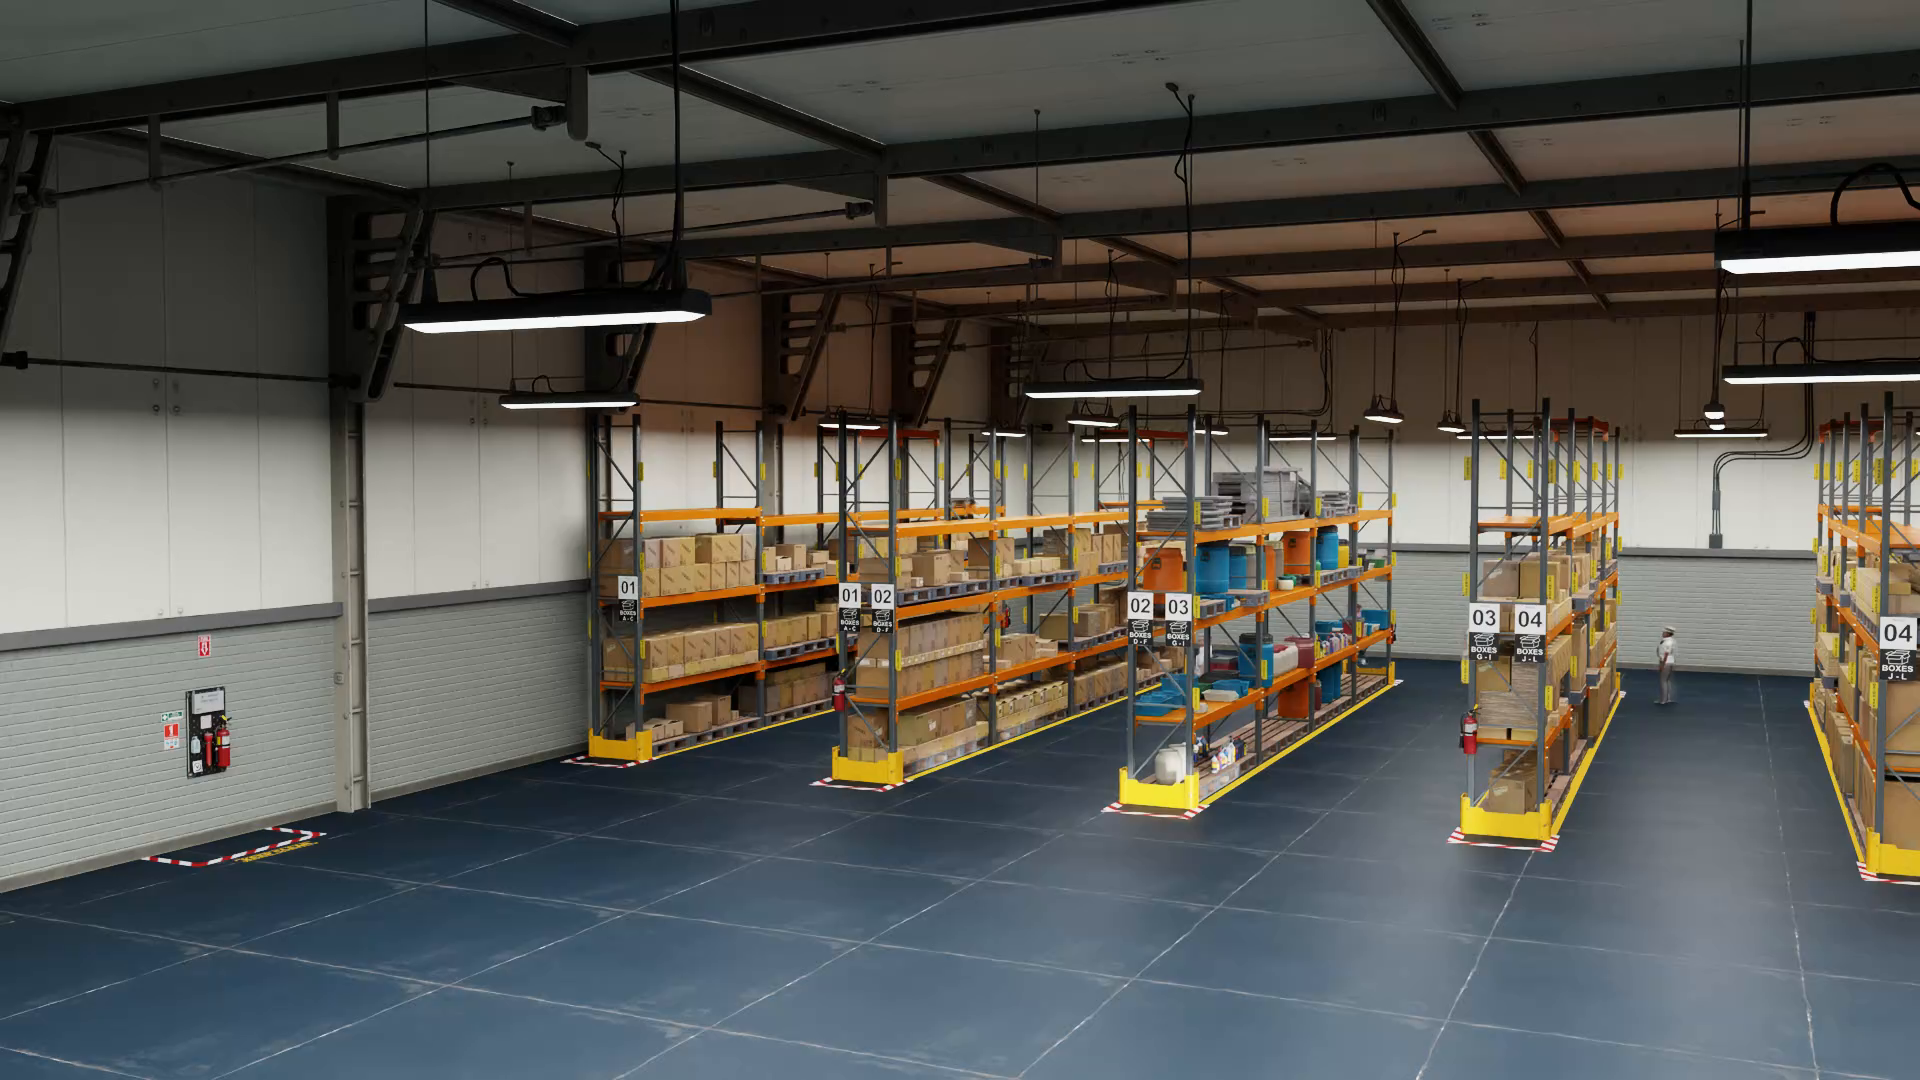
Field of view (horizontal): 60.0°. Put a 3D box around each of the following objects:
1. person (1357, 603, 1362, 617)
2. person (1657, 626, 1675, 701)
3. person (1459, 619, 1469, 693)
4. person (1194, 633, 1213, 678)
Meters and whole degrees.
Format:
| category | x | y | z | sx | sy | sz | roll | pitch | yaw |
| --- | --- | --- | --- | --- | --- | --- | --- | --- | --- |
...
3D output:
| category | x | y | z | sx | sy | sz | roll | pitch | yaw |
| --- | --- | --- | --- | --- | --- | --- | --- | --- | --- |
| person | 10.328 | 2.103 | 43.226 | 0.443 | 0.940 | 0.278 | 1 | 2 | 15 |
| person | 15.216 | 2.653 | 35.835 | 0.319 | 1.617 | 0.485 | 2 | 3 | 38 |
| person | 11.423 | 2.572 | 37.066 | 0.385 | 1.787 | 0.657 | 0 | 2 | -5 |
| person | 4.902 | 2.761 | 33.421 | 0.450 | 1.771 | 0.629 | 0 | 2 | 6 |
